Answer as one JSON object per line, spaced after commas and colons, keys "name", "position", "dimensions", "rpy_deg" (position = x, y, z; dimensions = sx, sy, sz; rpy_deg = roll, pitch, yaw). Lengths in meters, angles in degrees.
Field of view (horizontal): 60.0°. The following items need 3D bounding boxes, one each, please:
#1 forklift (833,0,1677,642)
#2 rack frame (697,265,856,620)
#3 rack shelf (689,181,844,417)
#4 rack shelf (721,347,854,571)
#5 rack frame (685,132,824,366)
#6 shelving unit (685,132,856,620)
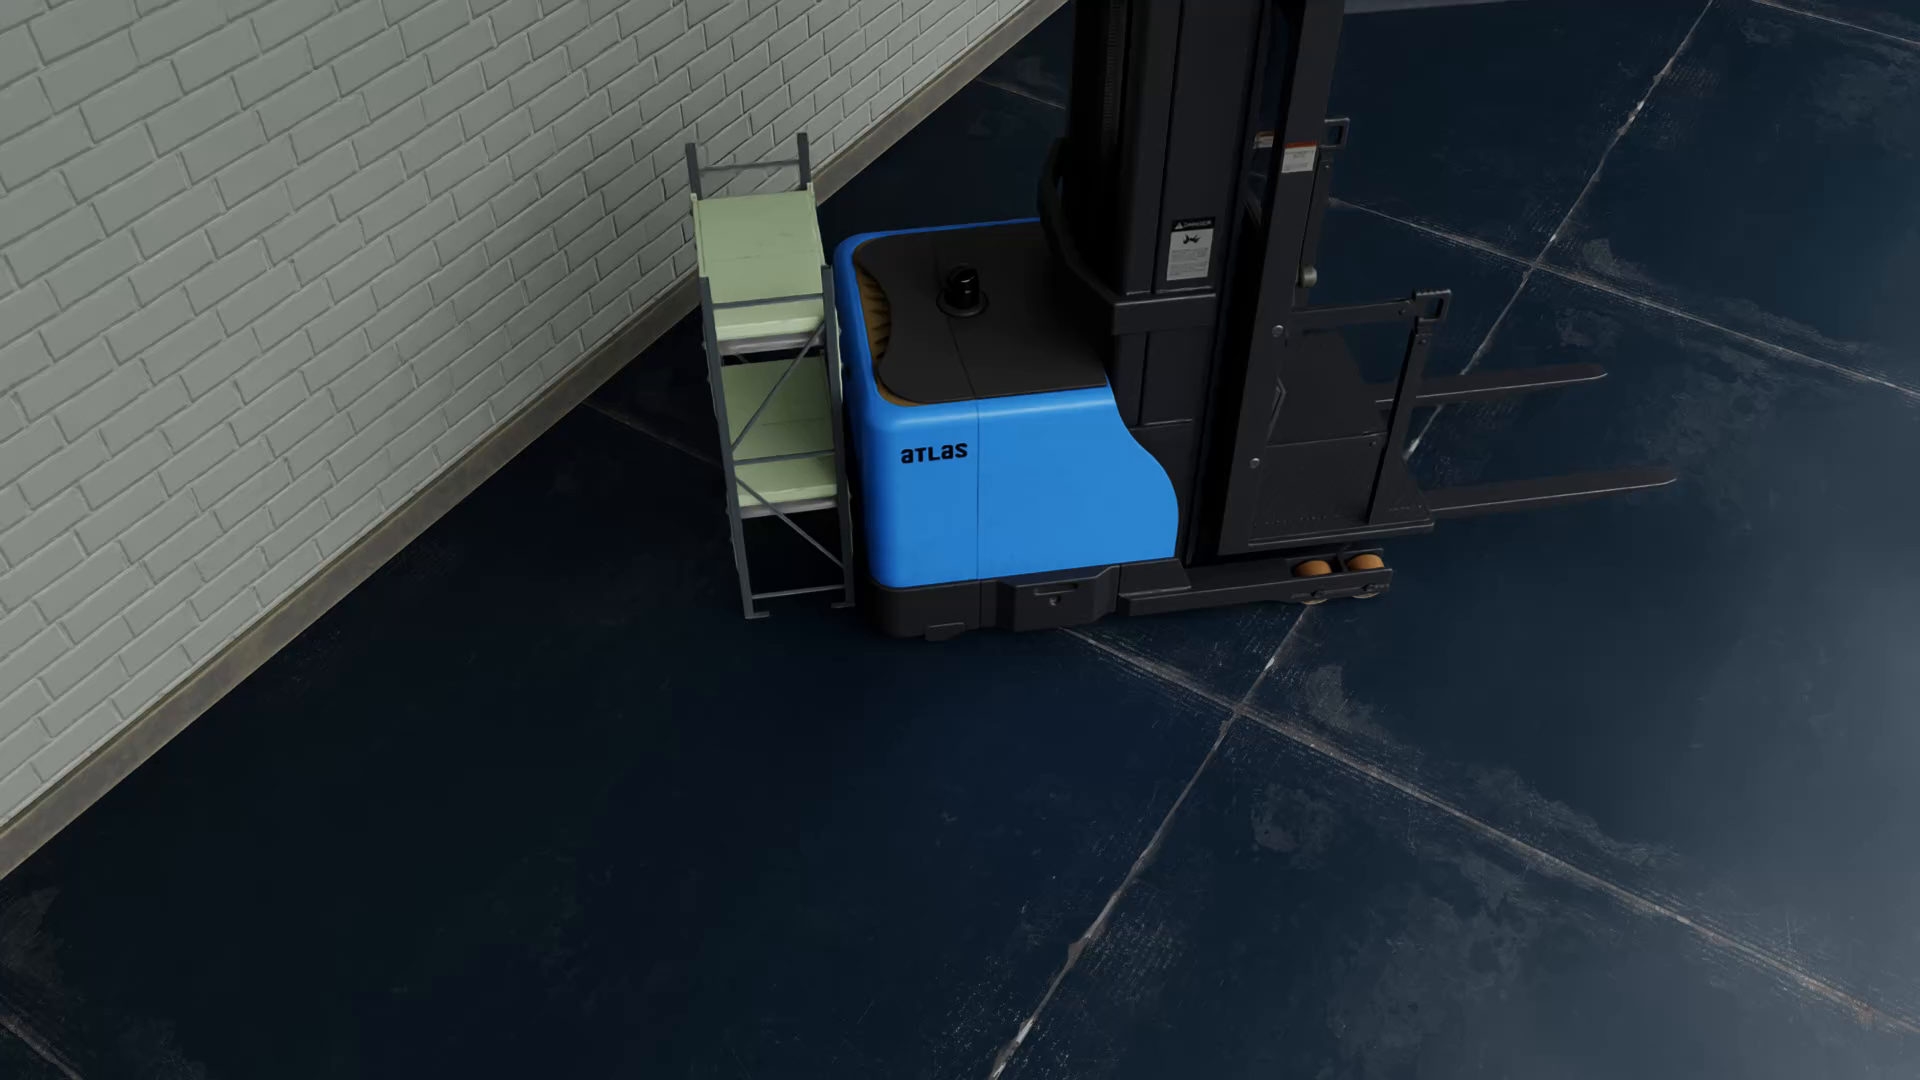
{"name": "forklift", "position": [1.110, -1.158, 5.332], "dimensions": [3.031, 2.935, 1.130], "rpy_deg": [-6, 46, -6]}
{"name": "rack frame", "position": [-0.577, -0.267, 5.464], "dimensions": [0.400, 1.500, 0.023], "rpy_deg": [-7, 46, -7]}
{"name": "rack shelf", "position": [-0.637, -0.798, 5.436], "dimensions": [0.431, 0.370, 0.720], "rpy_deg": [-7, 46, -7]}
{"name": "rack shelf", "position": [-0.637, -0.299, 5.949], "dimensions": [0.431, 0.370, 0.720], "rpy_deg": [-7, 46, -7]}
{"name": "rack frame", "position": [-0.698, -0.785, 5.967], "dimensions": [0.400, 1.500, 0.023], "rpy_deg": [-7, 46, -7]}
{"name": "shelving unit", "position": [-0.637, -0.526, 5.716], "dimensions": [0.431, 1.500, 0.755], "rpy_deg": [-7, 46, -7]}
